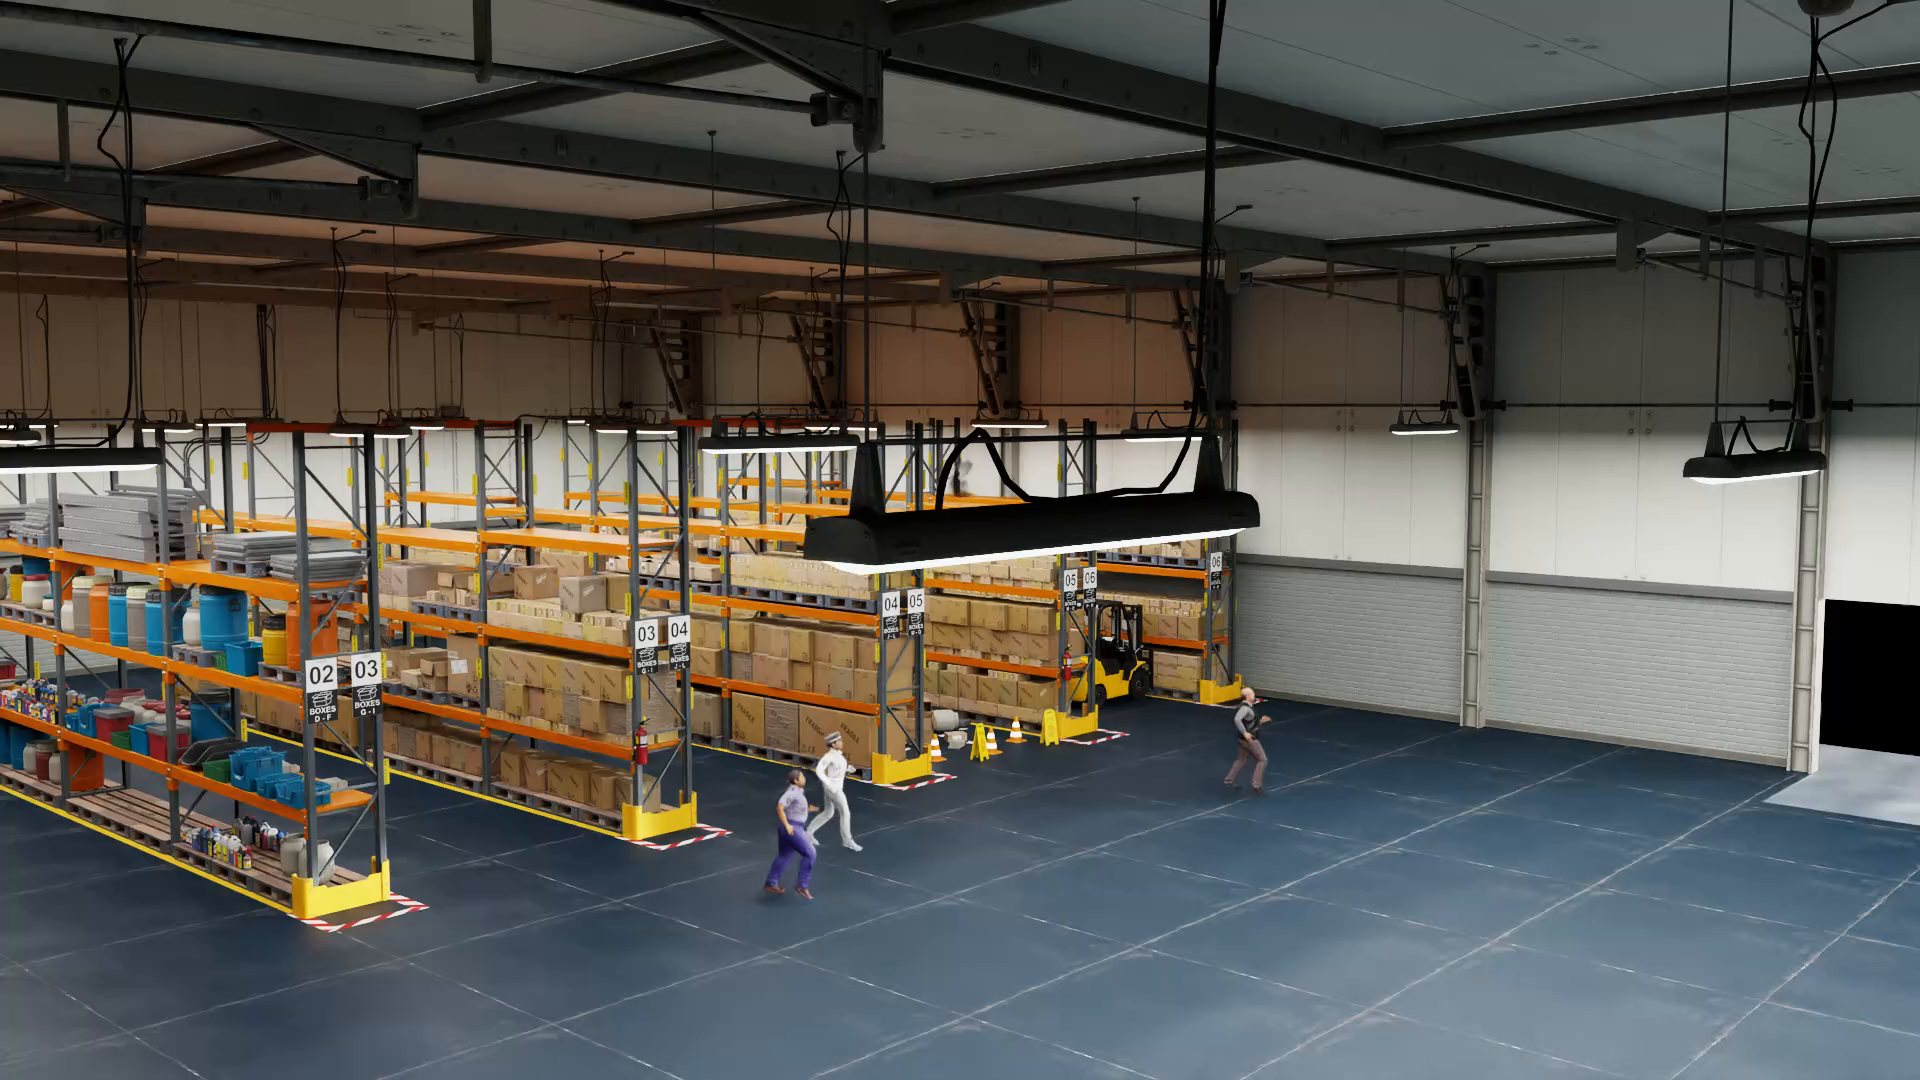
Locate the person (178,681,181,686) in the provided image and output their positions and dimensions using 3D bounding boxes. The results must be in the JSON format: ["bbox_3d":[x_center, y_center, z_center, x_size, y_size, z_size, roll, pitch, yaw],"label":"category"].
[{"bbox_3d":[-16.583,2.508,36.247,0.922,1.751,0.753,-2,5,-24],"label":"person"}]

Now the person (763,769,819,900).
[{"bbox_3d":[-2.161,3.776,21.349,0.743,1.699,0.595,-1,5,-16],"label":"person"}]

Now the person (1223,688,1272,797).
[{"bbox_3d":[4.661,3.279,26.920,0.764,1.784,0.629,0,5,-2],"label":"person"}]

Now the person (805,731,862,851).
[{"bbox_3d":[-1.826,3.557,23.625,0.866,1.719,0.596,0,5,-3],"label":"person"}]
